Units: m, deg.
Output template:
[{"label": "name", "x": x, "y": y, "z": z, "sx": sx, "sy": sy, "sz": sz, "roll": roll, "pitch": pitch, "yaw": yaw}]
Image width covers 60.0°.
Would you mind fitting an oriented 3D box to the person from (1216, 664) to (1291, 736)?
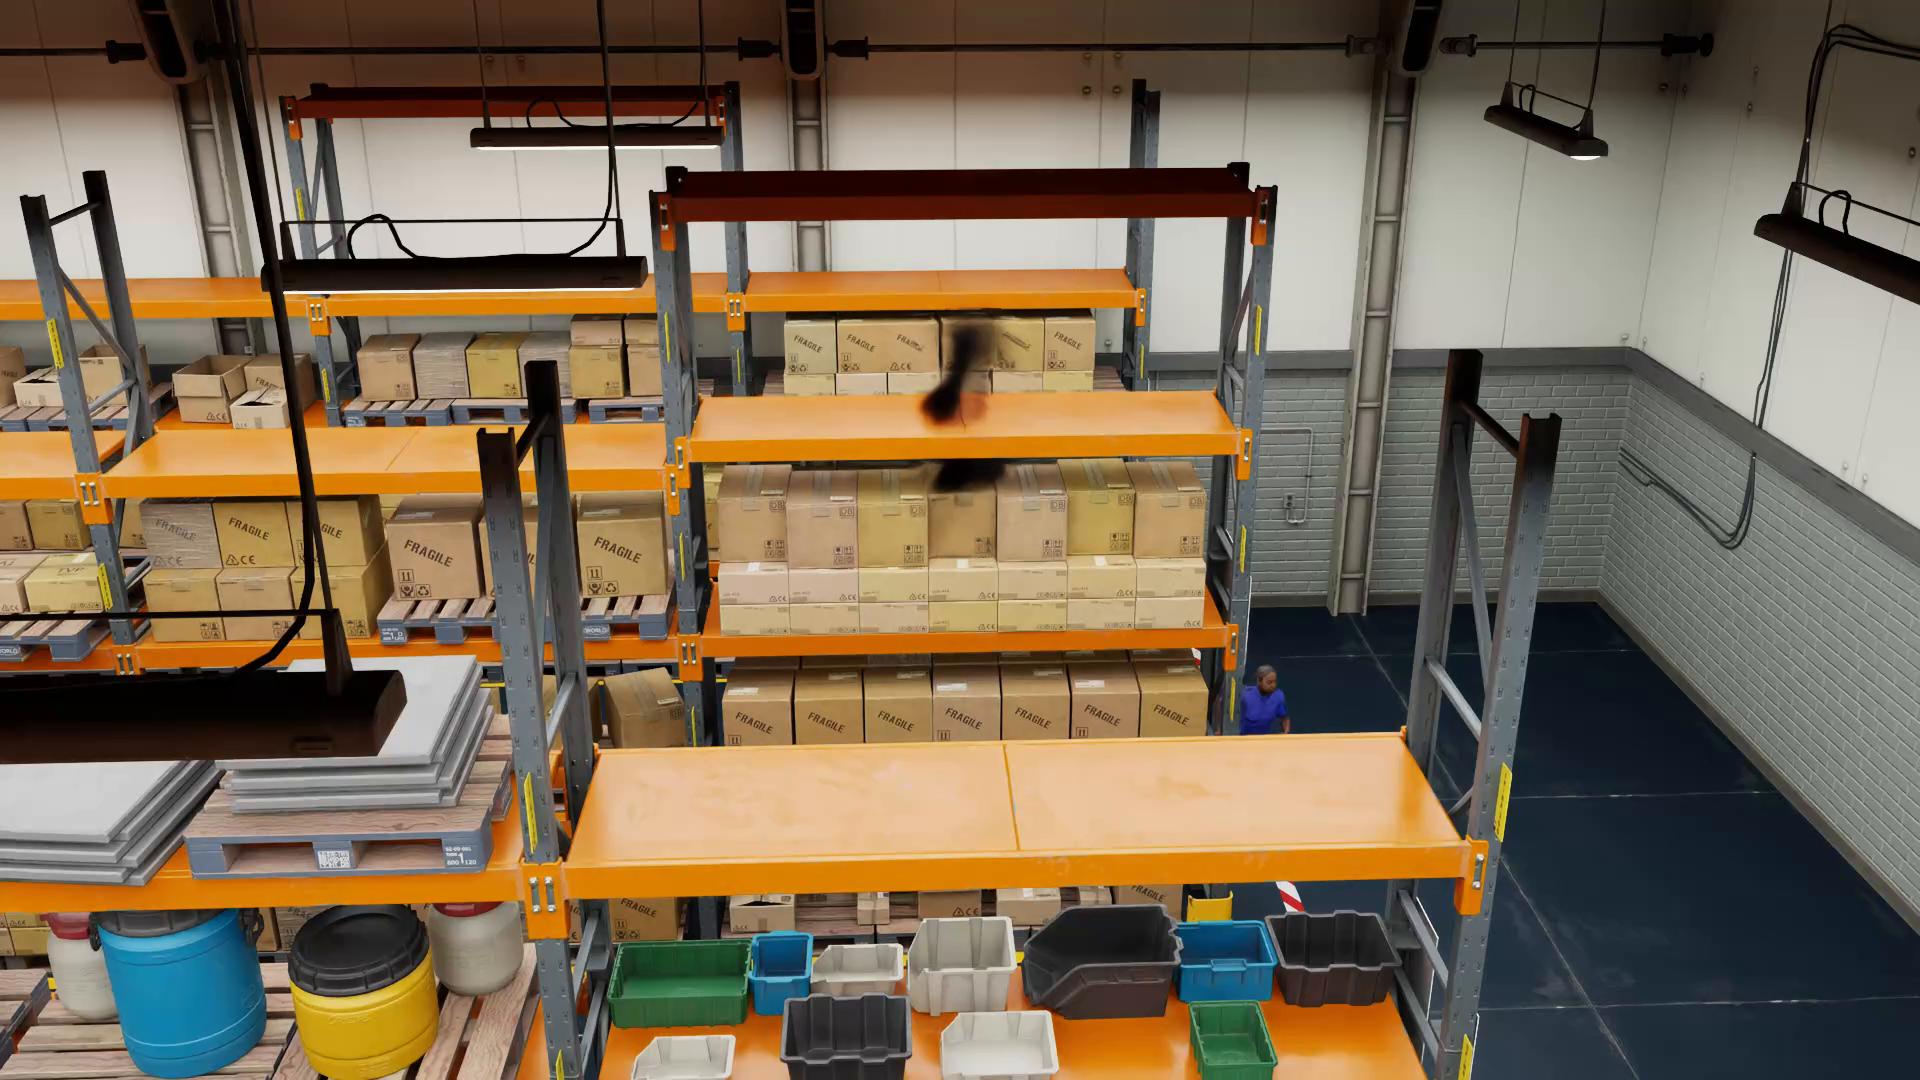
[{"label": "person", "x": 2.563, "y": 1.788, "z": 14.600, "sx": 0.566, "sy": 1.614, "sz": 0.974, "roll": -8, "pitch": 24, "yaw": -19}]
